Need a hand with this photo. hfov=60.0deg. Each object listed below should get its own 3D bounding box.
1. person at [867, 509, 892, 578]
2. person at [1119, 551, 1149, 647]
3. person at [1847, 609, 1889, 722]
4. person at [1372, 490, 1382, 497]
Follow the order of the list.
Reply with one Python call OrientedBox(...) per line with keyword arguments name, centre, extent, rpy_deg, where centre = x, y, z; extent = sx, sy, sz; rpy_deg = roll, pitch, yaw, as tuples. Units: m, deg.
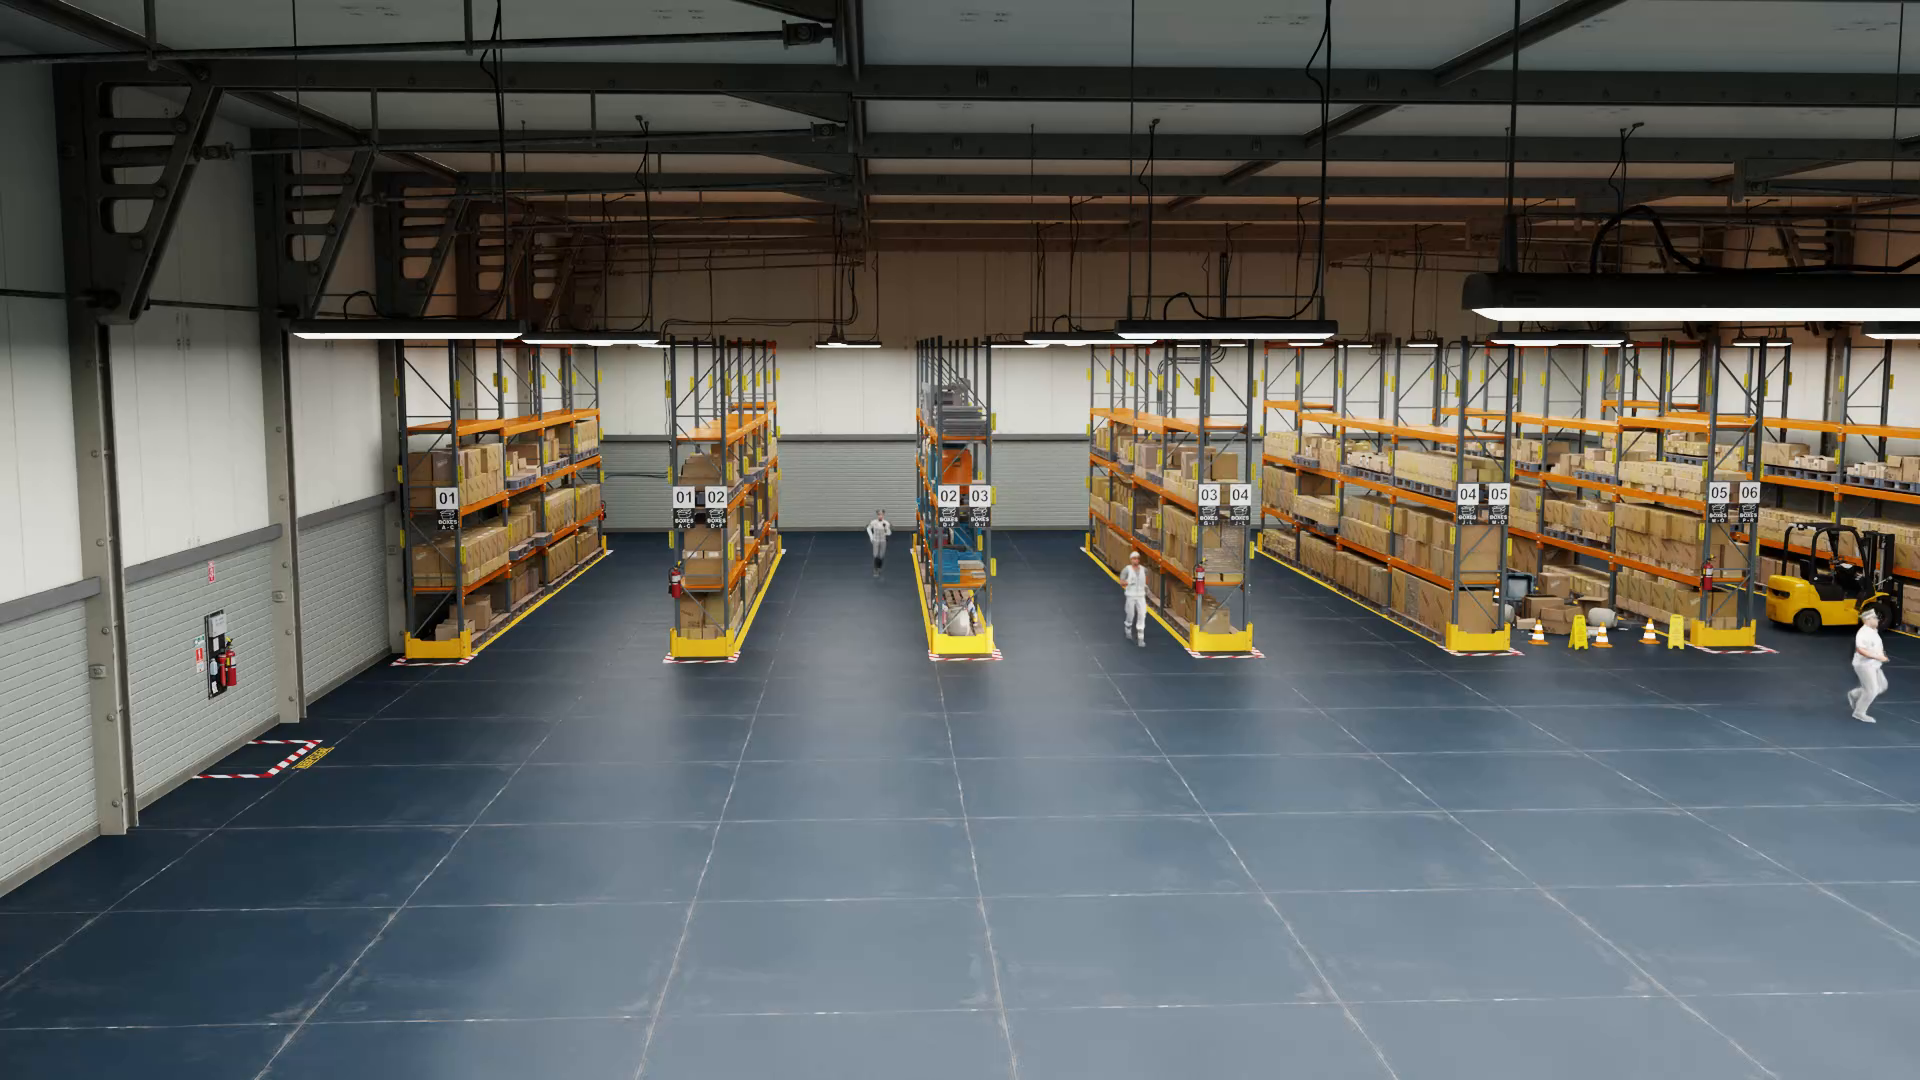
OrientedBox(name="person", centre=(-1.976, 0.078, 40.936), extent=(0.588, 1.699, 0.705), rpy_deg=(-1, 7, -7))
OrientedBox(name="person", centre=(3.417, 1.124, 32.448), extent=(0.647, 1.808, 0.877), rpy_deg=(-1, 7, -7))
OrientedBox(name="person", centre=(14.106, 1.933, 25.811), extent=(0.612, 1.752, 0.705), rpy_deg=(6, 9, 43))
OrientedBox(name="person", centre=(12.345, -0.768, 49.429), extent=(0.655, 1.763, 0.657), rpy_deg=(0, 6, -3))
